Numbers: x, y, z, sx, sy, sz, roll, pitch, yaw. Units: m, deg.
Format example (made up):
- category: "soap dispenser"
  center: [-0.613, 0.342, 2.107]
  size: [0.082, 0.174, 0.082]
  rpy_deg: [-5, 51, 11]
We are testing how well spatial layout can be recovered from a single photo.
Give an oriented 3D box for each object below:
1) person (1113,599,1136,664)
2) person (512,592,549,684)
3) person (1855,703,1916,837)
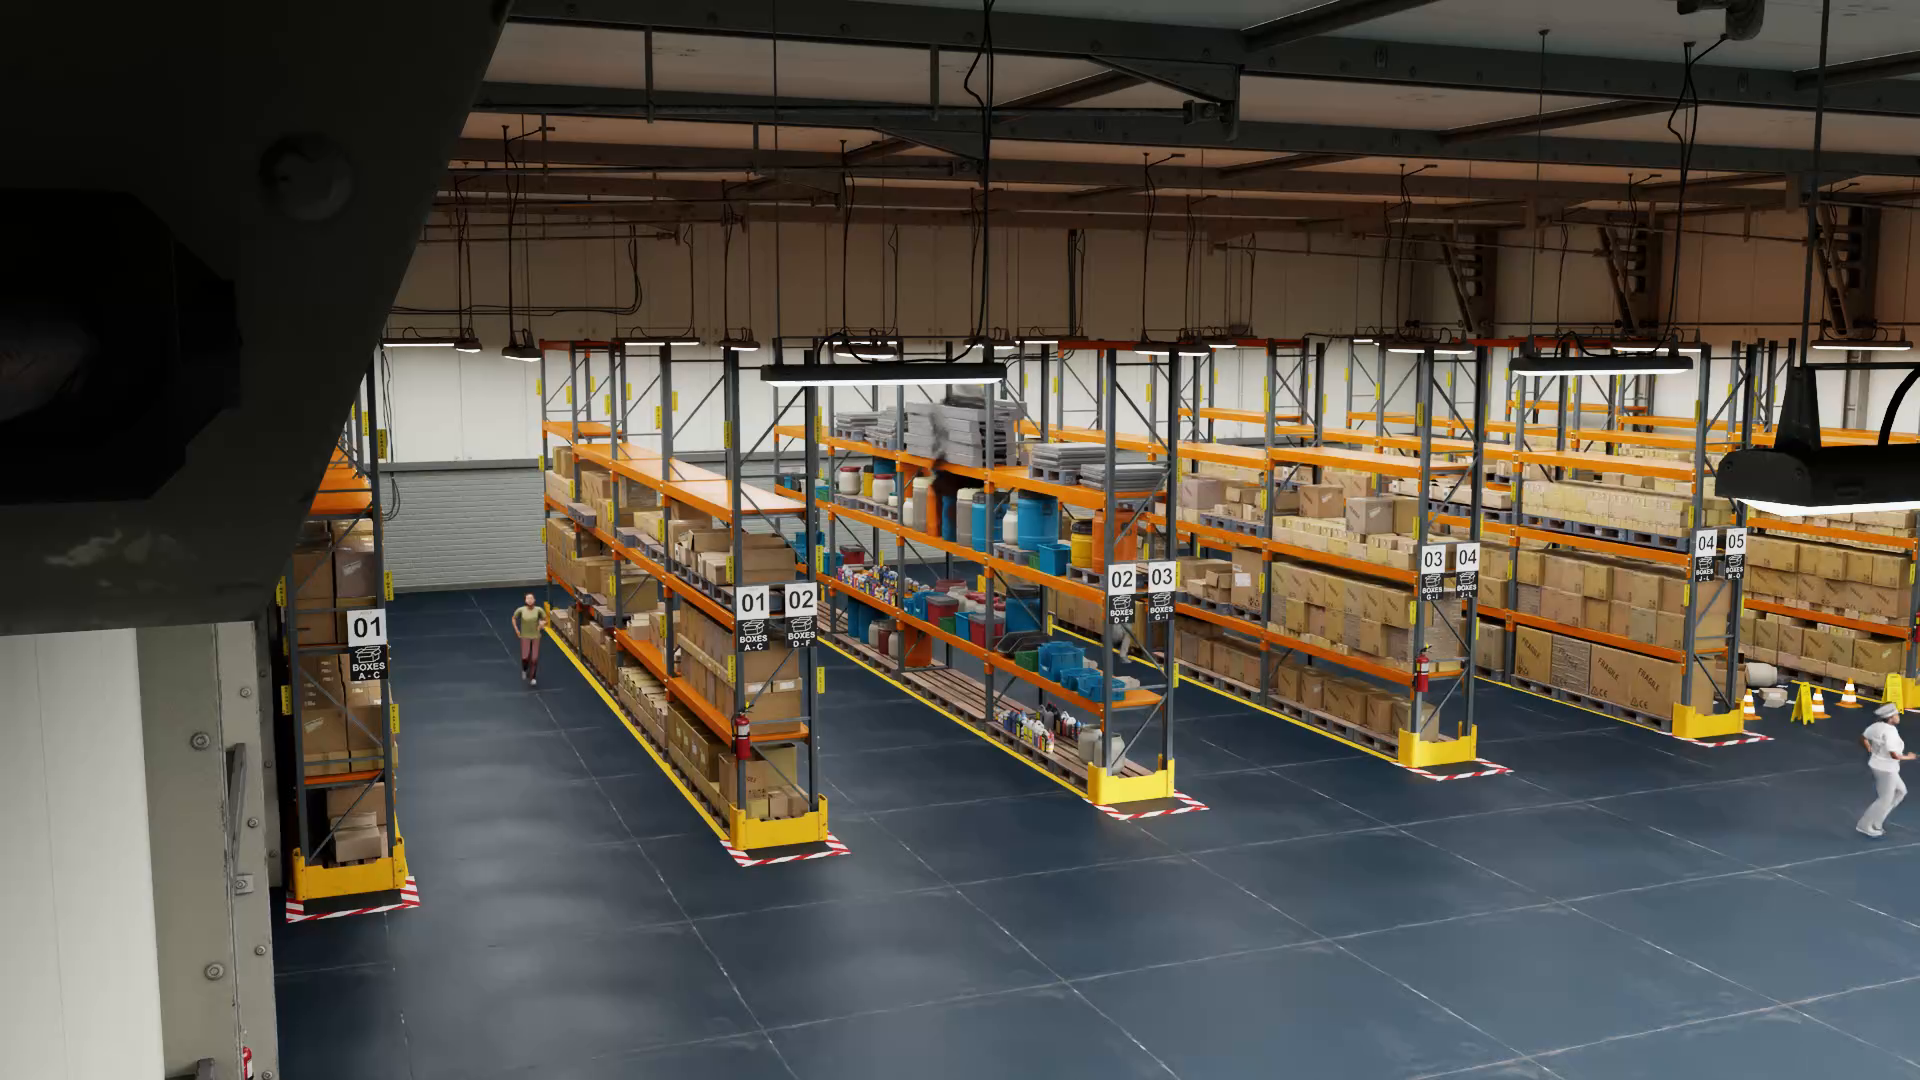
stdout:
- category: "person"
  center: [2.869, 1.319, 29.721]
  size: [0.668, 1.786, 0.678]
  rpy_deg: [-5, 9, -33]
- category: "person"
  center: [-7.525, 1.731, 29.168]
  size: [0.624, 1.638, 0.514]
  rpy_deg: [-2, 8, -16]
- category: "person"
  center: [11.423, 2.836, 20.499]
  size: [0.610, 1.693, 0.637]
  rpy_deg: [2, 8, 12]
